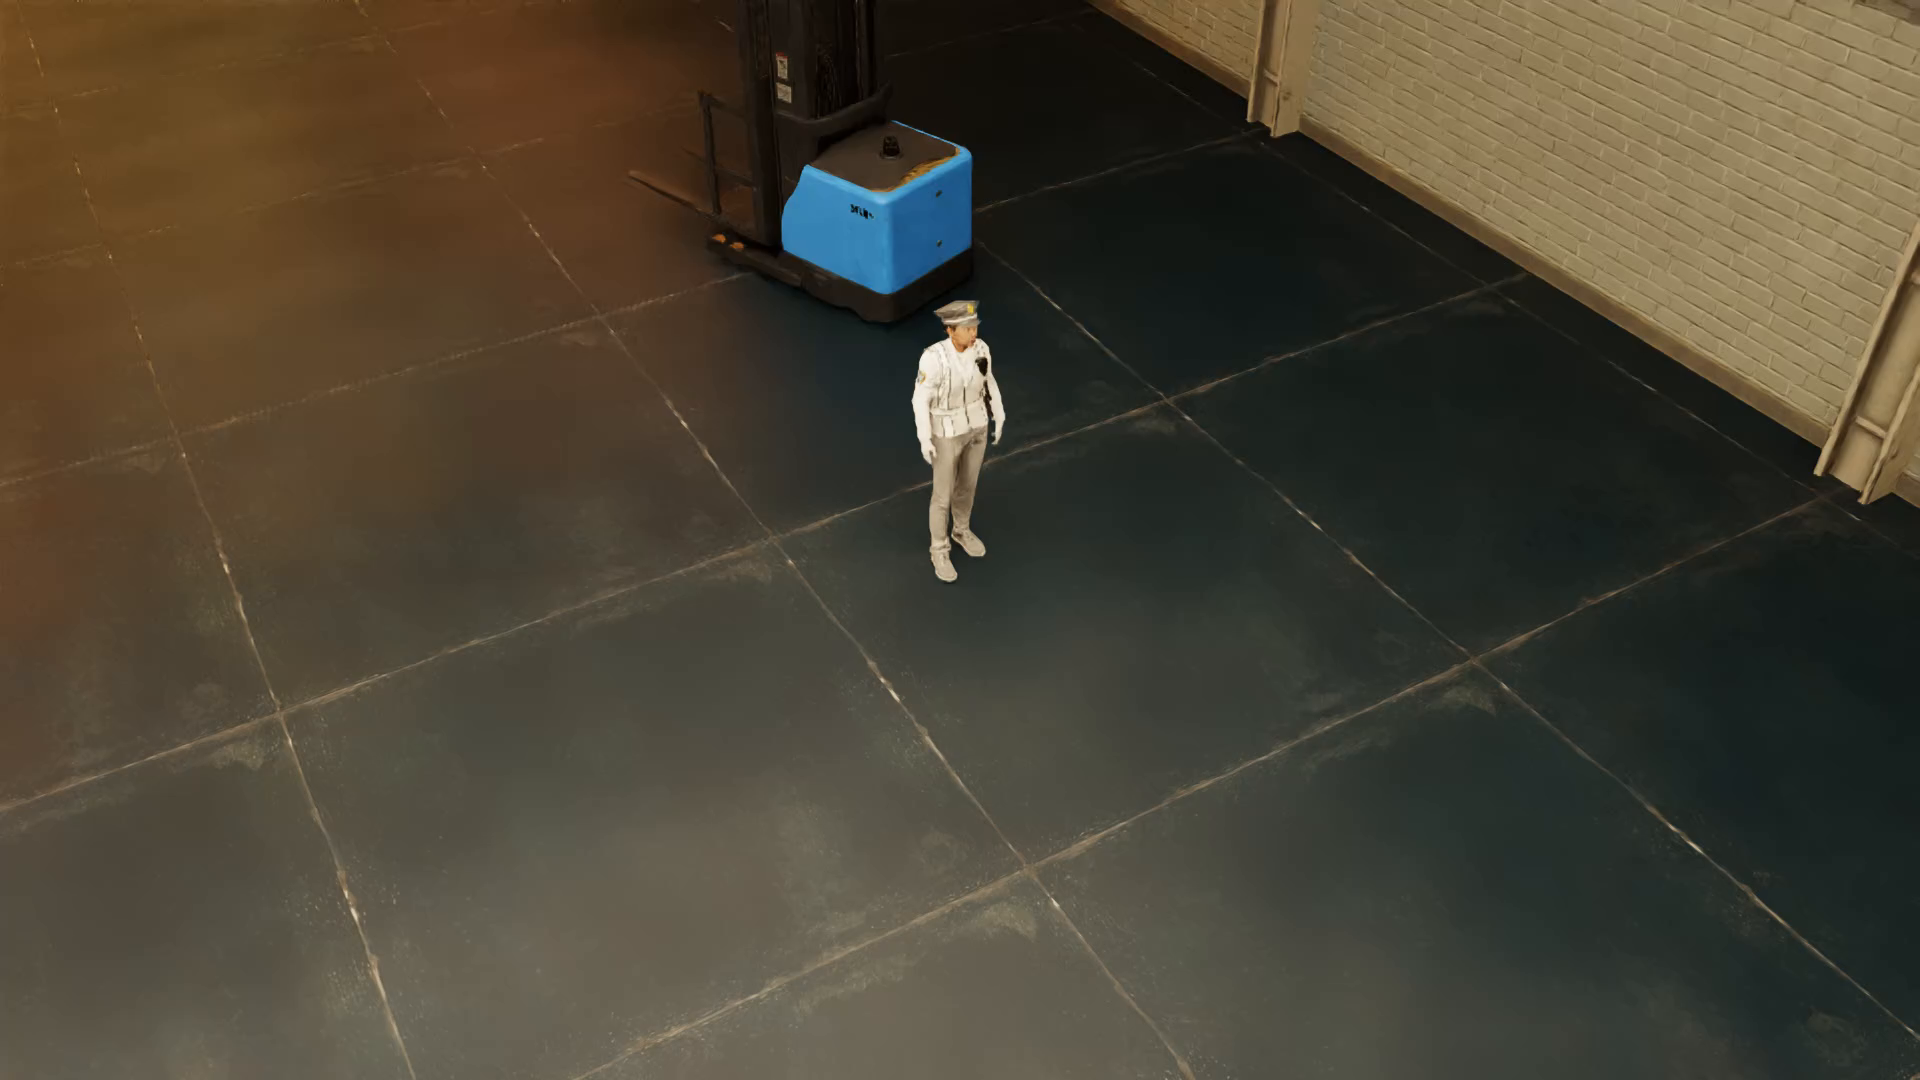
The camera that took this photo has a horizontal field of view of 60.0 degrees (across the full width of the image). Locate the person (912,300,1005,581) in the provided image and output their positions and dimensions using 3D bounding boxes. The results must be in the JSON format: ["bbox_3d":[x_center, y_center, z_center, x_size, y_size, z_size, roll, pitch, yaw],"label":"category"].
[{"bbox_3d":[0.028,-0.618,9.738,0.586,1.695,0.533,-20,44,-23],"label":"person"}]

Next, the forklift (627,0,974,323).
[{"bbox_3d":[-1.348,-3.501,12.257,3.031,2.935,1.130,28,47,30],"label":"forklift"}]
